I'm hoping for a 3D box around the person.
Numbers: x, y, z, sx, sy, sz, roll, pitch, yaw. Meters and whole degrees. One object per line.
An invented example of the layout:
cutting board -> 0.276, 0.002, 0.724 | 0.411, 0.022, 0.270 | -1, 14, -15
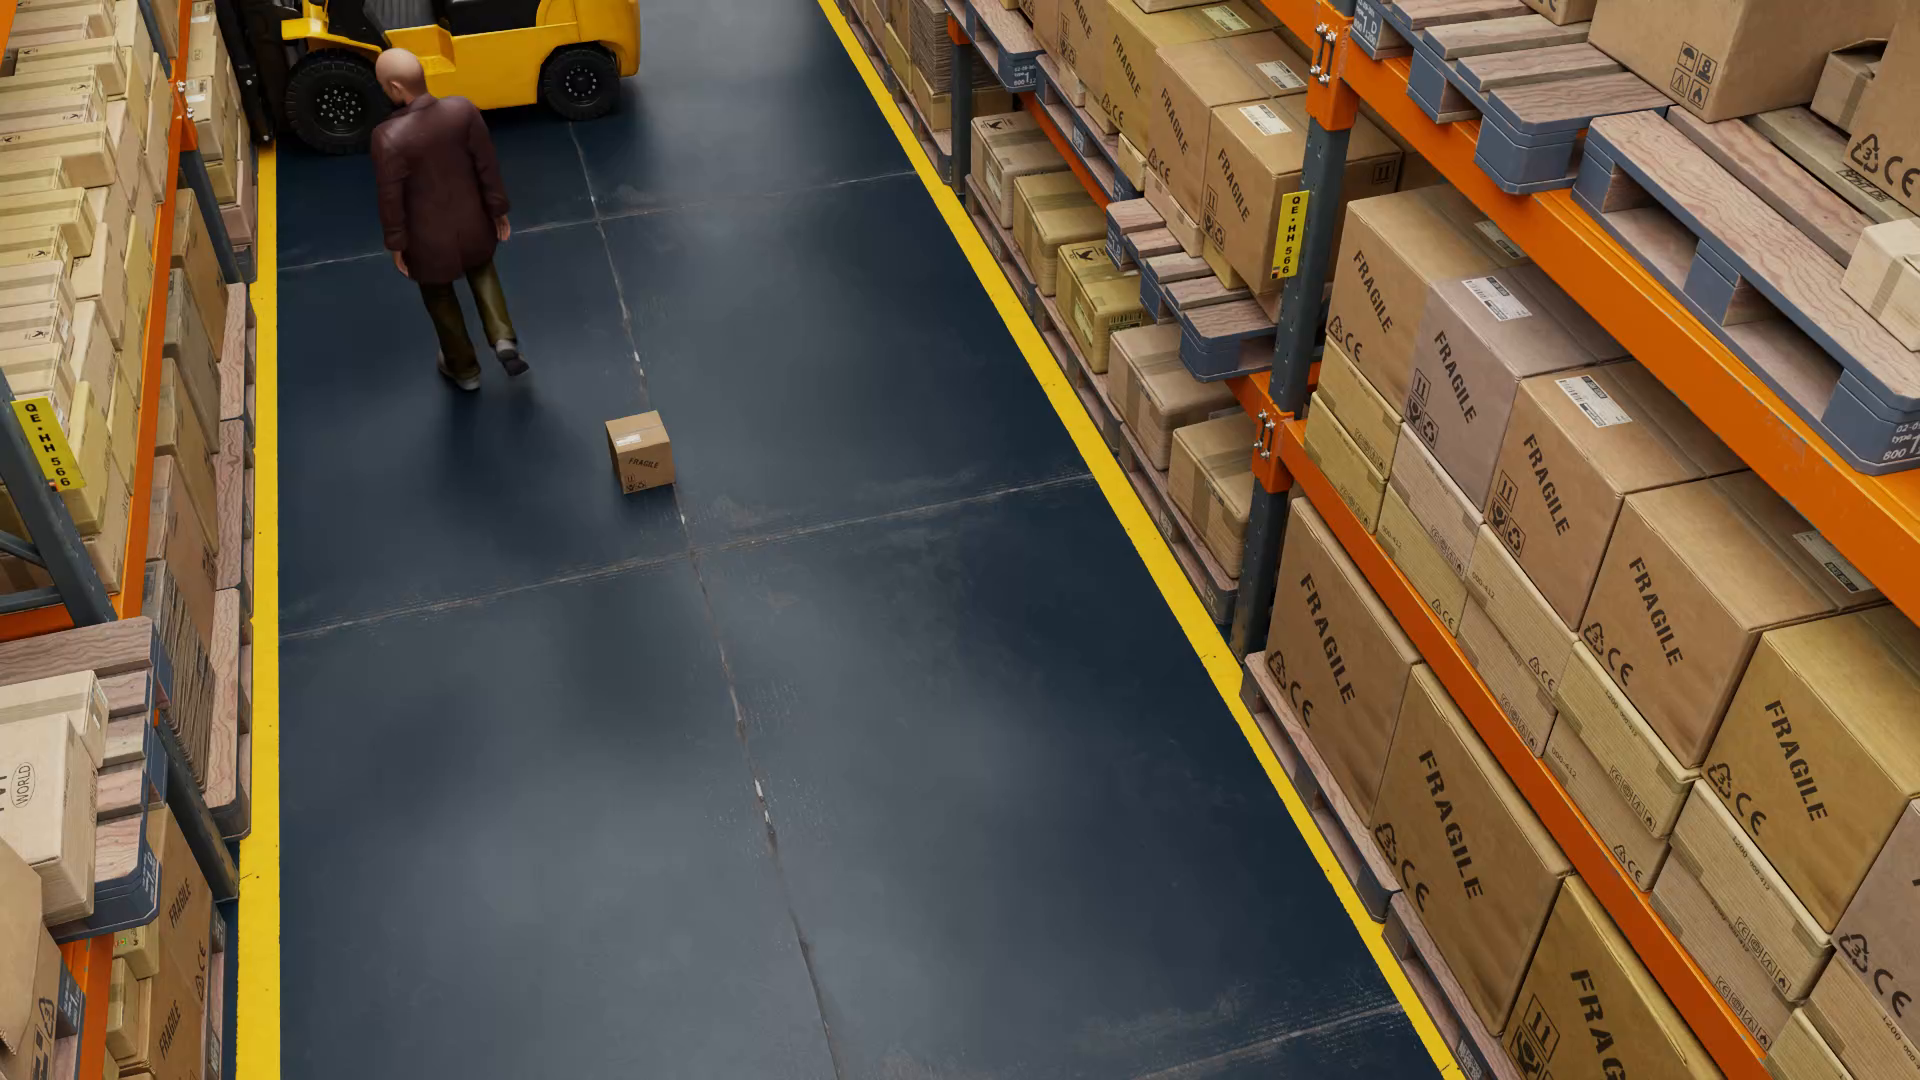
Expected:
person -> -2.419, -1.476, 7.800 | 0.613, 1.776, 0.581 | -29, 49, -29
